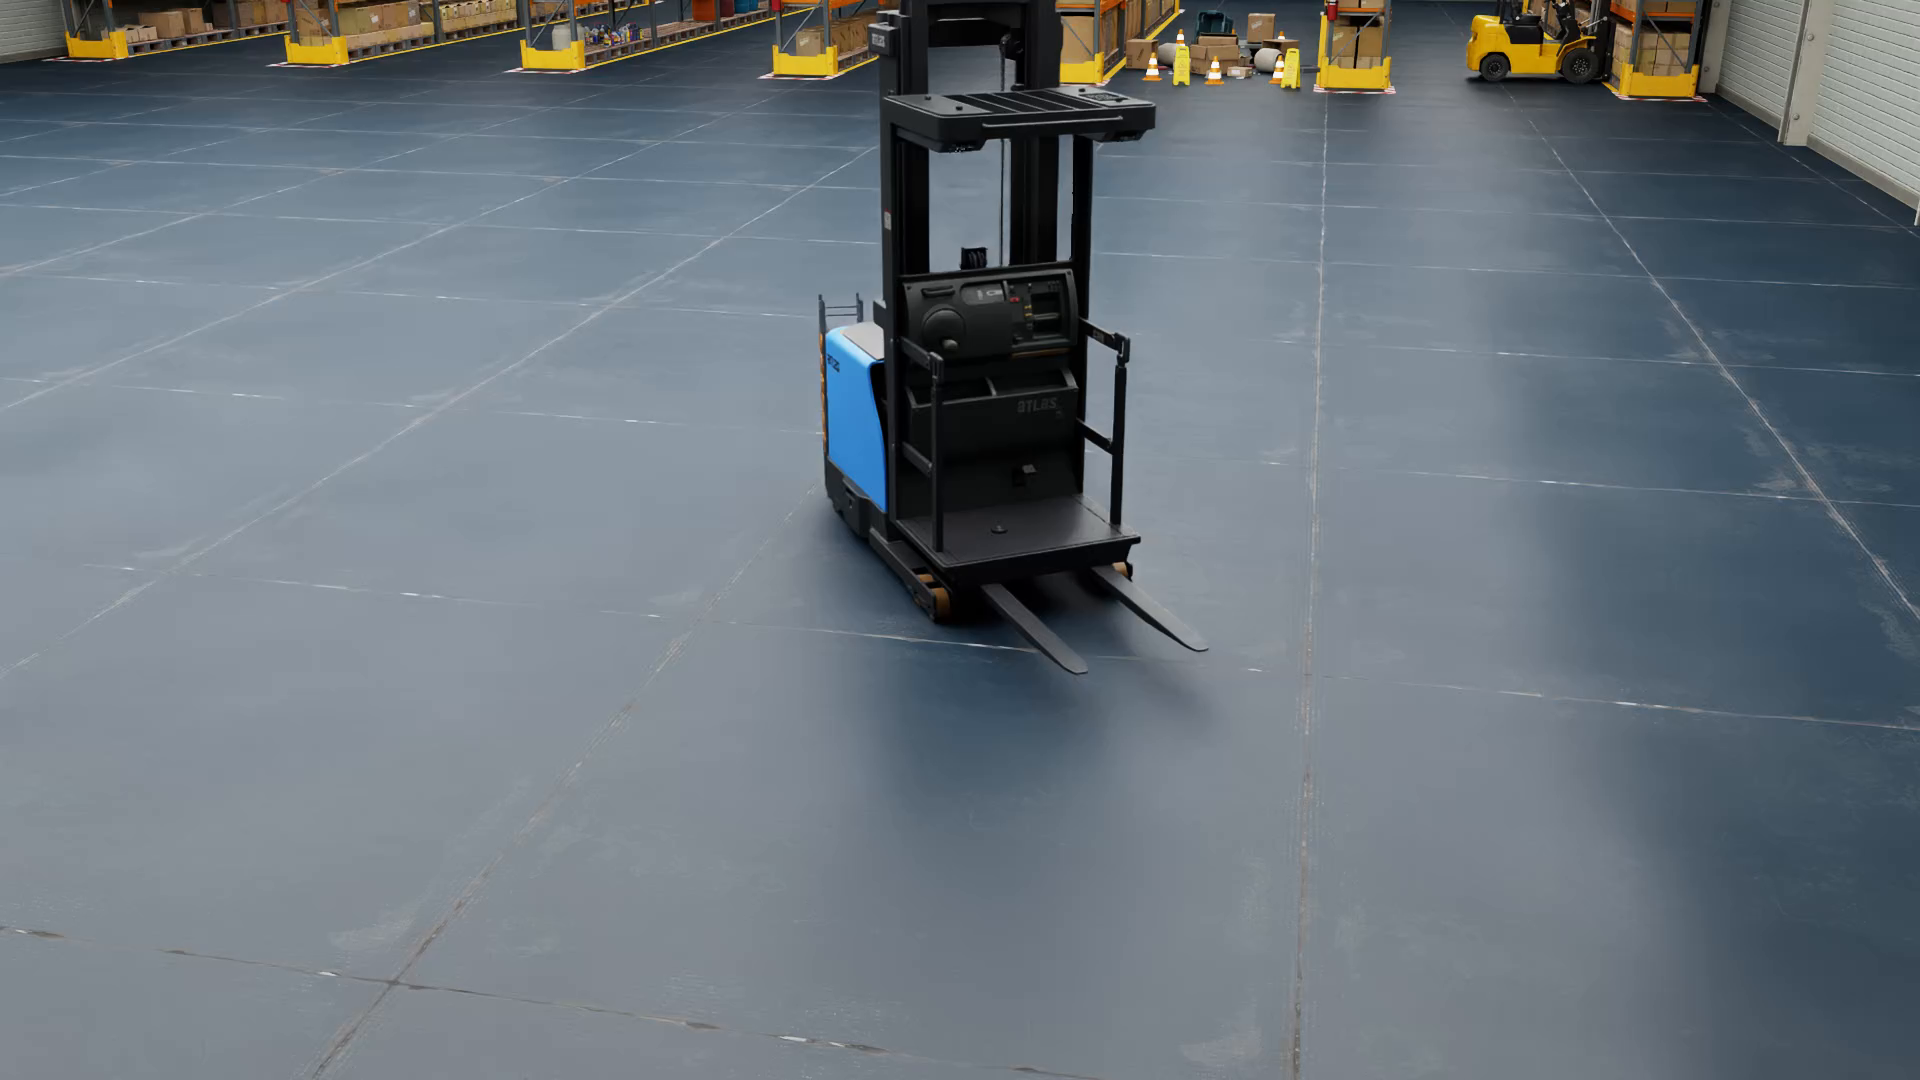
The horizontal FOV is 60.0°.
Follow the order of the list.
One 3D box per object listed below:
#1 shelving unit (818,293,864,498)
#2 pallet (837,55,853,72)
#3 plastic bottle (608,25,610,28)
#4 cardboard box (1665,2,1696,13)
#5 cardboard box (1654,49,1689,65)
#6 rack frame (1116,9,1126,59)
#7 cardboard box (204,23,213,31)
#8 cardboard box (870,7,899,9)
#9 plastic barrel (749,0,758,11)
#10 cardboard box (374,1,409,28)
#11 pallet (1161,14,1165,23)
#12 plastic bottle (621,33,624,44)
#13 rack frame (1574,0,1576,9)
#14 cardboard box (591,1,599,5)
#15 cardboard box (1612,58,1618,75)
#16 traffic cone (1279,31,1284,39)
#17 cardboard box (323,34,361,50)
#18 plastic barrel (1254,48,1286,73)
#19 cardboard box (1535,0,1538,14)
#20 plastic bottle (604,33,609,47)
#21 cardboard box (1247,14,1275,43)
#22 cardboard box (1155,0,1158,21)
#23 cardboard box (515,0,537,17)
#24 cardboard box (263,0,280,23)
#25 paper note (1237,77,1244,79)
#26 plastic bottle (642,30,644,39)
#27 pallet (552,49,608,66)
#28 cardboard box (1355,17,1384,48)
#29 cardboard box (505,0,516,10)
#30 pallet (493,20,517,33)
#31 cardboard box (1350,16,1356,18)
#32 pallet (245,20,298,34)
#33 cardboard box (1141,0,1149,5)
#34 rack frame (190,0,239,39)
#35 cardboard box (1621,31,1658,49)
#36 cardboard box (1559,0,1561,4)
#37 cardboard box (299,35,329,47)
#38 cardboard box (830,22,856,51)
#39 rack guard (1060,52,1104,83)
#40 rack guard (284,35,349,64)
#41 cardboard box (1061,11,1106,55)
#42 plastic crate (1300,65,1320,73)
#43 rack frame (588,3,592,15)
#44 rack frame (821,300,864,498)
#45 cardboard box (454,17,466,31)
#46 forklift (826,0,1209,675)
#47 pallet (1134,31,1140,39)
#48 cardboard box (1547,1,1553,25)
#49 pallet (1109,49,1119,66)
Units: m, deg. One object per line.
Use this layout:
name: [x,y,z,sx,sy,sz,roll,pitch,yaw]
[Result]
shelving unit: [-0.692,-0.850,9.858,0.258,1.200,0.189,-4,22,-9]
pallet: [-2.656,-9.032,31.496,1.003,0.211,1.213,4,22,11]
plastic bottle: [-7.334,-10.576,34.646,0.061,0.283,0.133,4,22,11]
cardboard box: [12.062,-9.077,27.742,0.500,0.500,0.500,5,23,13]
cardboard box: [11.988,-8.178,28.093,0.500,0.250,0.500,5,22,12]
rack frame: [2.779,-11.051,32.777,1.000,3.000,0.127,4,22,11]
cardboard box: [-16.683,-11.290,36.576,0.380,0.166,0.250,2,22,4]
cardboard box: [-1.567,-11.315,36.190,0.700,0.500,0.500,6,23,15]
plastic barrel: [-5.400,-13.793,41.832,0.600,0.901,0.708,4,22,11]
cardboard box: [-11.846,-10.938,34.612,0.500,0.500,0.500,4,22,11]
pallet: [4.514,-12.931,41.179,1.003,0.211,1.213,4,22,11]
plastic bottle: [-6.894,-10.199,33.819,0.097,0.201,0.097,0,22,0]
rack frame: [13.322,-11.796,34.628,1.000,3.000,0.127,4,22,11]
cardboard box: [-9.823,-14.242,43.711,0.500,0.311,0.500,4,22,11]
cardboard box: [11.587,-8.167,28.735,0.500,0.250,0.500,4,22,11]
traffic cone: [6.528,-10.094,33.797,0.336,0.463,0.334,4,22,11]
cardboard box: [-12.242,-9.858,32.934,0.500,0.250,0.500,4,22,11]
plastic barrel: [5.769,-8.923,30.943,0.421,0.421,0.512,-16,27,-35]
cardboard box: [14.318,-13.045,40.514,0.500,0.500,0.500,5,22,12]
plastic bottle: [-7.046,-9.958,33.128,0.097,0.271,0.097,0,22,0]
cardboard box: [5.897,-10.027,32.567,0.500,0.500,0.500,4,22,11]
cardboard box: [4.402,-12.534,39.245,0.500,0.500,0.500,4,22,10]
cardboard box: [-10.564,-12.874,40.062,0.500,0.500,0.500,5,23,13]
cardboard box: [-16.270,-12.290,38.611,0.700,0.500,0.500,5,22,12]
paper note: [5.073,-8.368,30.089,0.148,0.019,0.142,-3,22,-8]
plastic bottle: [-6.674,-10.593,34.797,0.097,0.201,0.097,0,22,0]
pallet: [-7.581,-9.415,32.448,1.003,0.211,1.213,4,22,11]
cardboard box: [7.582,-9.368,30.713,0.500,0.500,0.500,6,23,14]
cardboard box: [-10.803,-12.654,39.127,0.500,0.311,0.500,5,22,12]
pallet: [-11.143,-12.094,39.099,1.003,0.211,1.213,4,22,11]
cardboard box: [7.163,-9.586,31.254,0.500,0.500,0.500,5,23,13]
pallet: [-16.199,-12.037,38.960,1.003,0.211,1.213,4,22,11]
cardboard box: [3.973,-12.130,37.238,0.500,0.250,0.500,3,22,8]
rack frame: [-16.603,-12.598,36.620,1.000,3.000,0.127,4,22,11]
cardboard box: [11.478,-8.446,28.089,0.500,0.250,0.500,5,23,13]
cardboard box: [13.652,-12.093,37.280,0.380,0.149,0.250,4,22,11]
cardboard box: [-12.749,-9.897,33.032,0.500,0.250,0.500,4,22,11]
cardboard box: [-2.336,-9.915,32.740,0.500,0.500,0.500,2,22,6]
rack guard: [1.958,-8.419,29.590,1.175,0.500,0.348,4,22,11]
rack guard: [-12.574,-9.591,32.499,1.175,0.500,0.348,4,22,11]
cardboard box: [2.214,-9.372,30.891,0.875,0.875,0.875,4,22,10]
plastic crate: [6.522,-8.844,31.207,0.402,0.080,0.583,-3,22,-8]
rack frame: [-10.121,-15.148,42.951,1.000,3.000,0.127,4,22,11]
rack frame: [-0.676,-0.816,9.774,0.240,1.200,0.006,-4,22,-9]
cardboard box: [-11.323,-11.457,36.905,0.500,0.250,0.500,5,22,12]
forklift: [0.246,-1.135,8.249,1.130,2.935,3.031,-9,24,-21]
pallet: [3.360,-10.937,36.229,1.003,0.211,1.213,4,22,11]
cardboard box: [13.819,-12.135,38.252,0.500,0.500,0.500,5,23,13]
pallet: [2.547,-9.485,32.622,1.003,0.211,1.213,4,22,11]
